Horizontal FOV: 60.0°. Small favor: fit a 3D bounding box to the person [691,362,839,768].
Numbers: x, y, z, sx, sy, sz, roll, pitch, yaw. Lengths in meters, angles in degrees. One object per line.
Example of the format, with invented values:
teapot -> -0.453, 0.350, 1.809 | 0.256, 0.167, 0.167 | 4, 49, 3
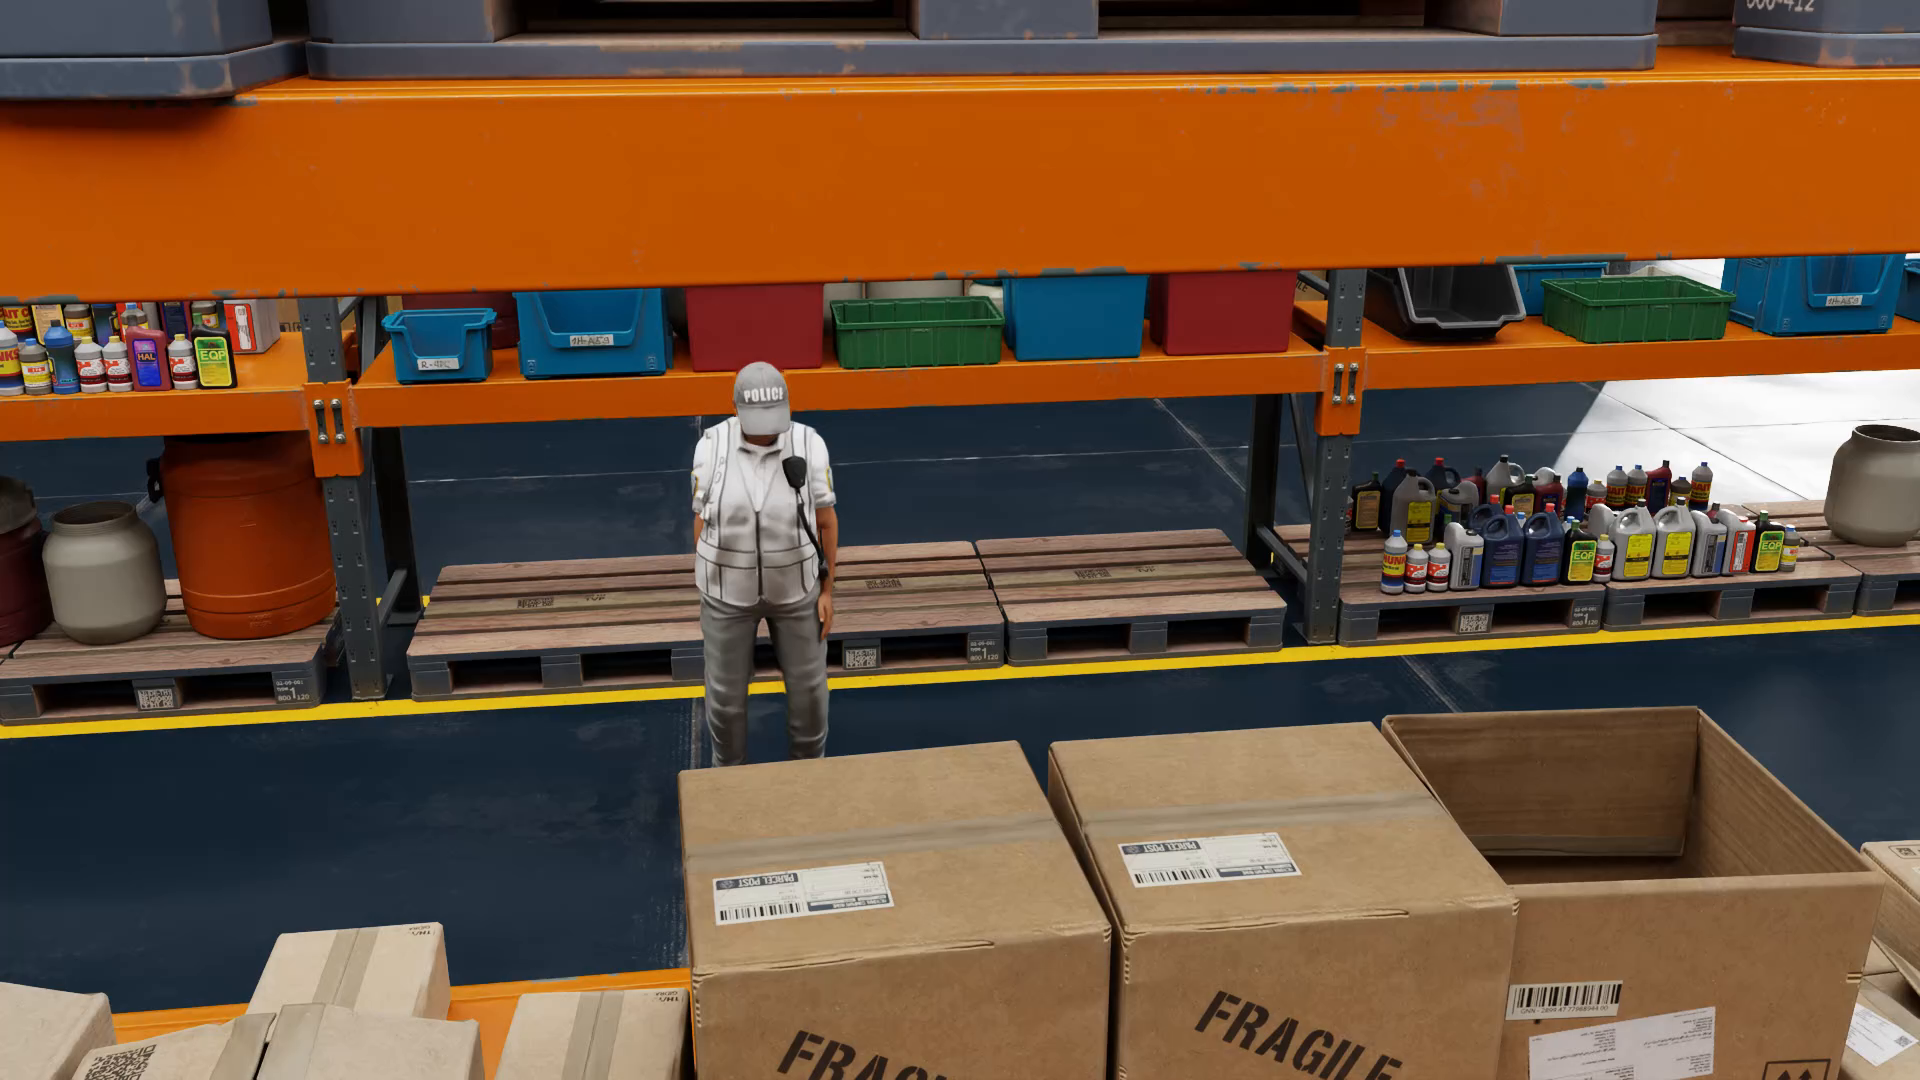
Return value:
person -> -0.641, 0.201, 5.577 | 0.480, 1.637, 0.419 | -2, 20, -7
